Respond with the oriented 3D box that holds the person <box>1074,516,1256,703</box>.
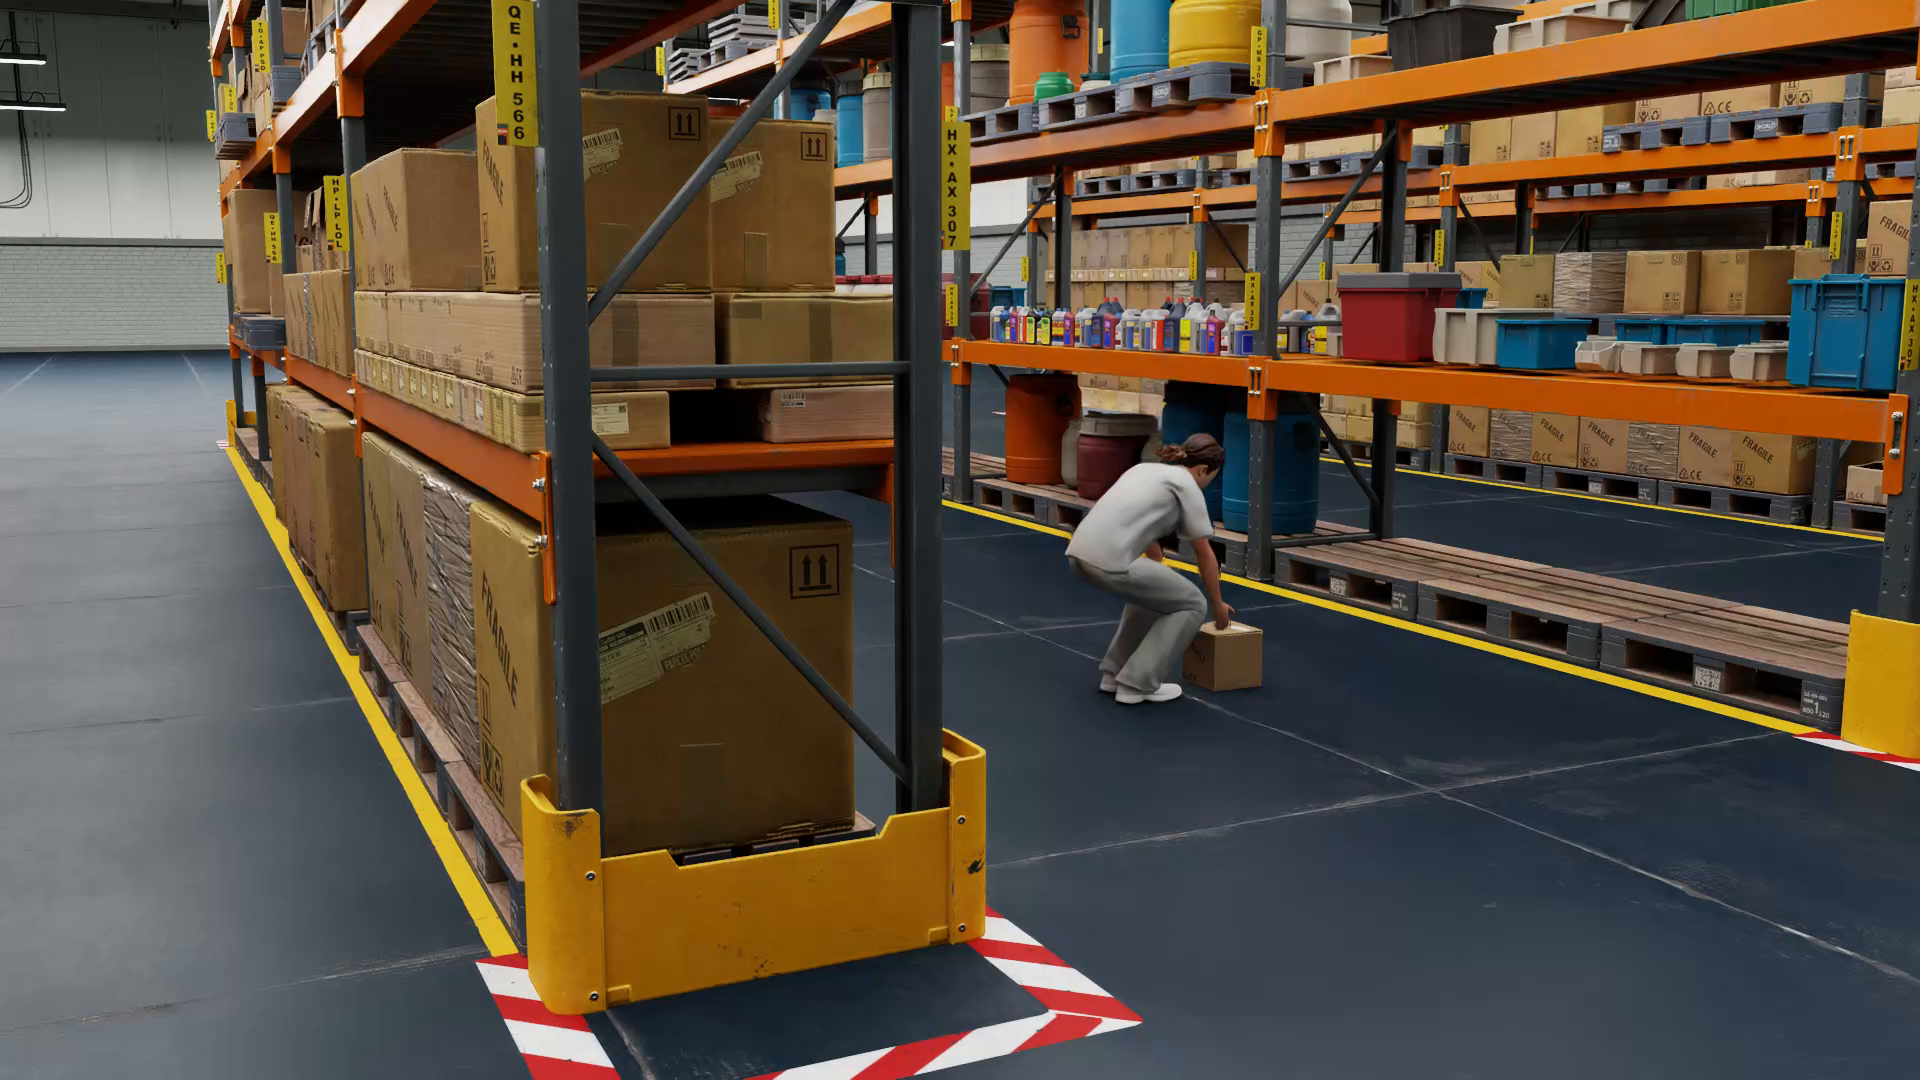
[{"bbox_3d":[0.881,0.312,7.104,0.826,0.815,0.468,-4,10,-26],"label":"person"}]
